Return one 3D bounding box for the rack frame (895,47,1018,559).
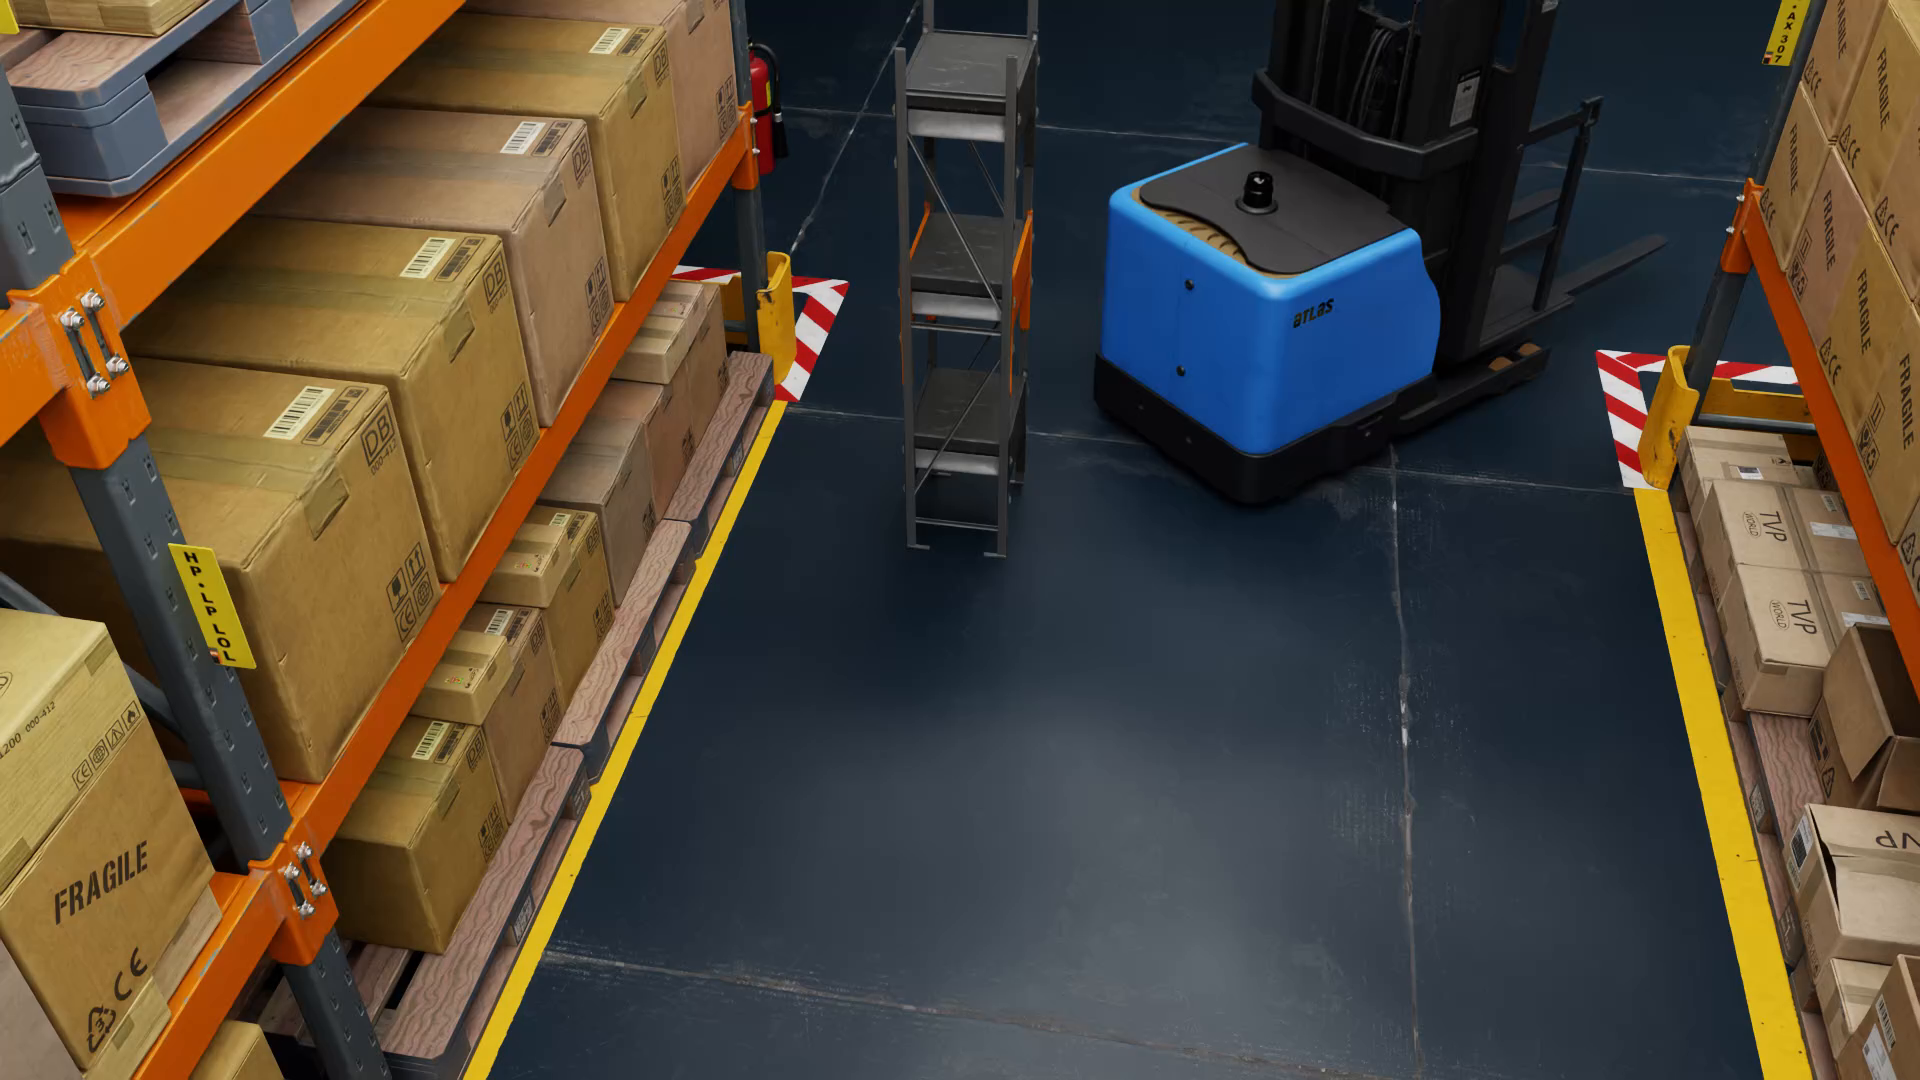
[{"bbox_3d":[-0.014,-0.760,6.021,0.400,2.100,0.015,6,40,8],"label":"rack frame"}]

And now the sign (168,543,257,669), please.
[{"bbox_3d":[-1.521,0.138,3.383,0.100,0.325,0.005,6,40,8],"label":"sign"}]

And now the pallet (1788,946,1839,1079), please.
[{"bbox_3d":[2.942,1.688,4.543,1.003,0.211,1.213,6,40,8],"label":"pallet"}]

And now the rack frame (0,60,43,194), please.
[{"bbox_3d":[-2.058,-1.812,1.880,1.000,3.000,0.127,6,40,8],"label":"rack frame"}]

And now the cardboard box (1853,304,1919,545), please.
[{"bbox_3d":[2.916,-0.303,4.684,0.500,0.500,0.500,7,40,8],"label":"cardboard box"}]

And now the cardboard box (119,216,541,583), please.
[{"bbox_3d":[-1.816,-0.412,4.659,0.980,0.700,0.700,5,40,7],"label":"cardboard box"}]

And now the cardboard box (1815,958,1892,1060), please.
[{"bbox_3d":[2.647,1.342,4.665,0.380,0.149,0.250,6,40,8],"label":"cardboard box"}]

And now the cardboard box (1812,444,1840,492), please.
[{"bbox_3d":[3.663,-0.304,6.380,0.500,0.500,0.500,6,40,8],"label":"cardboard box"}]

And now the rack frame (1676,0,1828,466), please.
[{"bbox_3d":[3.514,-1.467,6.170,1.000,3.000,0.127,6,40,8],"label":"rack frame"}]

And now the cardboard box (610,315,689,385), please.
[{"bbox_3d":[-1.274,-0.747,6.423,0.380,0.149,0.250,7,40,9],"label":"cardboard box"}]

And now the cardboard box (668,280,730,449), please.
[{"bbox_3d":[-1.388,-0.759,6.946,0.700,0.500,0.500,6,40,8],"label":"cardboard box"}]

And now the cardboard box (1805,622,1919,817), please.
[{"bbox_3d":[3.142,0.657,5.215,0.797,0.503,0.637,6,40,8],"label":"cardboard box"}]

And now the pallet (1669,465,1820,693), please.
[{"bbox_3d":[3.364,0.156,6.395,1.003,0.211,1.213,6,40,8],"label":"pallet"}]

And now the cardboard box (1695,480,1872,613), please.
[{"bbox_3d":[3.054,0.047,6.151,0.500,0.250,0.500,6,40,8],"label":"cardboard box"}]

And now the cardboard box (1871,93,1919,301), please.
[{"bbox_3d":[3.003,-0.999,4.741,0.500,0.500,0.500,7,40,8],"label":"cardboard box"}]

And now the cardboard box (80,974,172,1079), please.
[{"bbox_3d":[-1.858,0.993,3.376,0.380,0.149,0.250,7,40,8],"label":"cardboard box"}]

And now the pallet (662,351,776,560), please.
[{"bbox_3d":[-1.427,-0.425,7.099,1.003,0.211,1.213,6,40,8],"label":"pallet"}]

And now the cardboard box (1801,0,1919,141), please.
[{"bbox_3d":[3.178,-1.641,5.518,0.500,0.500,0.500,8,40,9],"label":"cardboard box"}]

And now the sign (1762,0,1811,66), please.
[{"bbox_3d":[2.980,-1.860,5.966,0.100,0.325,0.005,6,40,8],"label":"sign"}]

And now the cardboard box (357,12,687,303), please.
[{"bbox_3d":[-1.559,-1.347,5.790,0.980,0.700,0.700,6,40,7],"label":"cardboard box"}]

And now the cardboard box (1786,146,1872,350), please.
[{"bbox_3d":[3.094,-0.931,5.444,0.500,0.500,0.500,6,40,7],"label":"cardboard box"}]

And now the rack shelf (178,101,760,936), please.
[{"bbox_3d":[-1.711,-0.478,5.539,1.077,0.370,4.000,6,40,8],"label":"rack shelf"}]

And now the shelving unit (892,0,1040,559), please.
[{"bbox_3d":[0.029,-0.913,6.207,0.431,2.100,0.503,6,40,8],"label":"shelving unit"}]

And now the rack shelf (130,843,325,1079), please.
[{"bbox_3d":[-2.404,2.032,2.502,1.077,0.370,4.000,6,40,8],"label":"rack shelf"}]

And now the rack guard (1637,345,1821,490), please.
[{"bbox_3d":[3.501,-0.455,6.909,1.175,0.500,0.348,6,40,8],"label":"rack guard"}]

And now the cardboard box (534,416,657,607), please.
[{"bbox_3d":[-1.561,-0.129,6.184,0.700,0.500,0.500,5,40,6],"label":"cardboard box"}]

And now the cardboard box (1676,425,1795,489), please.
[{"bbox_3d":[3.103,-0.312,6.666,0.380,0.149,0.250,6,40,8],"label":"cardboard box"}]

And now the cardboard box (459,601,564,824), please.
[{"bbox_3d":[-1.737,0.529,5.389,0.700,0.500,0.500,6,40,7],"label":"cardboard box"}]

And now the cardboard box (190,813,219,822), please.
[{"bbox_3d":[-2.048,0.663,4.718,0.380,0.149,0.250,6,40,7],"label":"cardboard box"}]

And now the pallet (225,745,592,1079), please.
[{"bbox_3d":[-1.849,1.106,5.247,1.003,0.211,1.213,6,40,8],"label":"pallet"}]

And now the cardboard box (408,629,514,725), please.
[{"bbox_3d":[-1.588,0.399,5.037,0.380,0.149,0.250,8,40,9],"label":"cardboard box"}]

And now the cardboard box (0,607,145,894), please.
[{"bbox_3d":[-1.886,0.371,3.031,0.500,0.250,0.500,7,40,9],"label":"cardboard box"}]

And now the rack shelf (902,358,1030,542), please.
[{"bbox_3d":[0.029,-0.363,6.661,0.431,0.518,0.480,6,40,8],"label":"rack shelf"}]

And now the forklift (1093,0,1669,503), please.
[{"bbox_3d":[2.081,-2.038,6.915,3.031,2.935,1.130,-25,46,-27],"label":"forklift"}]

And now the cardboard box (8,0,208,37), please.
[{"bbox_3d":[-1.678,-1.203,3.207,0.500,0.250,0.500,6,40,8],"label":"cardboard box"}]
